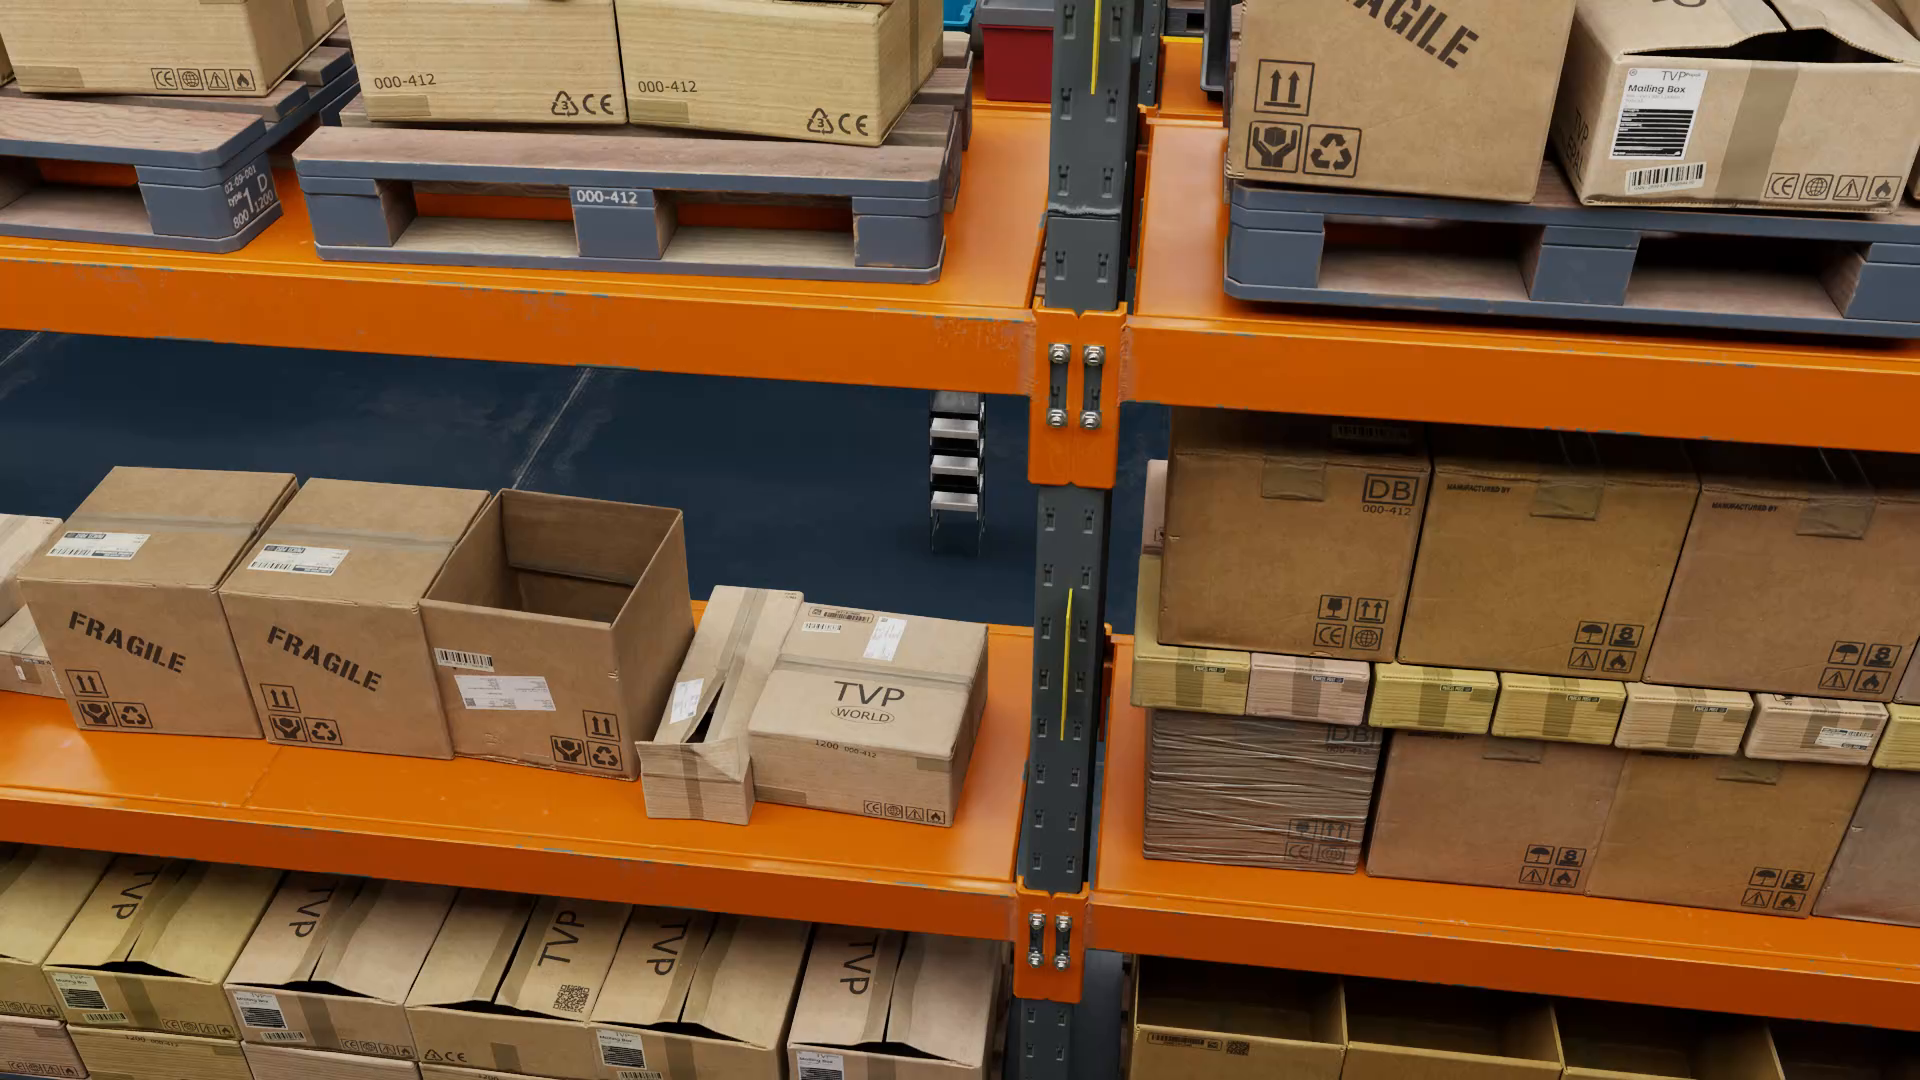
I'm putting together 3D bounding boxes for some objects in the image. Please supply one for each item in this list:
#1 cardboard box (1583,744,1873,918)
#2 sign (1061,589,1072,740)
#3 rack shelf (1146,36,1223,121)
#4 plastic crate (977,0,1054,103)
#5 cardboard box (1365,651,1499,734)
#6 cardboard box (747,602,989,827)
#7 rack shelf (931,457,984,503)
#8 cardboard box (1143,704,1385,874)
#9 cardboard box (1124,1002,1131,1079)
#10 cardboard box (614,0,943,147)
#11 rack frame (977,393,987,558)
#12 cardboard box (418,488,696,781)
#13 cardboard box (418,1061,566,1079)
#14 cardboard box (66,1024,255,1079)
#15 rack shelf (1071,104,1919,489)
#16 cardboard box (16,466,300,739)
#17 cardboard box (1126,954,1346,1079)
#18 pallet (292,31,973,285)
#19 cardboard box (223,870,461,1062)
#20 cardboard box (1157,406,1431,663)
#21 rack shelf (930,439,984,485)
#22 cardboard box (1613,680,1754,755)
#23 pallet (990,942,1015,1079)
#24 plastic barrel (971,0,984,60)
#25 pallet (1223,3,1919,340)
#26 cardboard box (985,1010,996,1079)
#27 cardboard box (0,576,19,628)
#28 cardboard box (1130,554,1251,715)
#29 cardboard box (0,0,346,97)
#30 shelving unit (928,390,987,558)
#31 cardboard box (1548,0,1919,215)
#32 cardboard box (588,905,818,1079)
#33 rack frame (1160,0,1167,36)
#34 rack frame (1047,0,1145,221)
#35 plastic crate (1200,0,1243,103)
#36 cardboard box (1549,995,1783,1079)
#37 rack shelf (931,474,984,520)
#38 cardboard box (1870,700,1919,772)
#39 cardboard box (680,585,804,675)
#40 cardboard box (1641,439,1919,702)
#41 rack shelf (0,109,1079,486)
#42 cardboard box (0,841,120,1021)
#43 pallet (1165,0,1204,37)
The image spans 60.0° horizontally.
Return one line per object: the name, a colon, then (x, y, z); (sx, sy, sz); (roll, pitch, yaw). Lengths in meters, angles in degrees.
cardboard box: (1.738, 0.444, 3.960); (0.500, 0.500, 0.700); (5, 36, 7)
sign: (0.217, 0.255, 3.382); (0.005, 0.325, 0.100); (4, 36, 6)
rack shelf: (2.894, -2.033, 8.135); (4.000, 0.370, 1.077); (4, 36, 6)
plastic crate: (0.391, -2.359, 7.918); (0.583, 0.464, 0.402); (4, 36, 6)
cardboard box: (1.023, 0.244, 3.682); (0.250, 0.149, 0.380); (3, 36, 5)
cardboard box: (-0.218, 0.430, 4.194); (0.500, 0.250, 0.500); (6, 36, 9)
rack shelf: (-0.008, -0.267, 7.061); (0.200, 0.077, 0.258); (4, 36, 6)
cardboard box: (0.717, 0.369, 4.065); (0.500, 0.500, 0.700); (3, 36, 5)
cardboard box: (0.697, 1.538, 4.519); (0.500, 0.250, 0.500); (4, 36, 6)
cardboard box: (-0.334, -1.001, 3.257); (0.500, 0.250, 0.500); (8, 36, 11)
rack frame: (0.093, -0.359, 6.979); (0.006, 0.900, 0.240); (4, 36, 6)
cardboard box: (-1.006, 0.235, 4.253); (0.500, 0.500, 0.500); (7, 36, 9)
cardboard box: (-1.181, 1.389, 4.727); (0.500, 0.250, 0.500); (5, 36, 7)
cardboard box: (-2.194, 1.312, 4.834); (0.500, 0.250, 0.500); (3, 36, 5)
rack shelf: (2.260, -0.400, 3.265); (4.000, 0.370, 1.077); (4, 36, 6)
cardboard box: (-2.025, 0.159, 4.360); (0.500, 0.500, 0.500); (2, 36, 3)
cardboard box: (0.696, 1.238, 4.293); (0.500, 0.500, 0.500); (4, 36, 6)
pallet: (-0.600, -0.820, 3.400); (1.217, 0.209, 0.805); (3, 36, 4)
cardboard box: (-1.672, 1.123, 4.617); (0.500, 0.311, 0.500); (4, 36, 5)
cardboard box: (0.717, -0.159, 3.688); (0.500, 0.500, 0.700); (4, 36, 6)
rack shelf: (-0.008, -0.340, 7.009); (0.200, 0.077, 0.258); (4, 36, 6)
cardboard box: (1.531, 0.282, 3.628); (0.250, 0.149, 0.380); (3, 36, 4)
pallet: (-0.460, 1.483, 4.990); (1.213, 0.211, 1.003); (4, 36, 6)
plastic barrel: (-0.010, -2.726, 8.370); (0.433, 0.535, 0.433); (0, 36, 0)
pallet: (1.125, -0.756, 3.222); (1.213, 0.211, 1.003); (4, 36, 6)
cardboard box: (-0.172, 1.465, 4.621); (0.500, 0.250, 0.500); (4, 36, 6)
cardboard box: (-2.829, 0.299, 4.326); (0.500, 0.311, 0.500); (4, 36, 5)
cardboard box: (0.518, 0.207, 3.733); (0.250, 0.149, 0.380); (4, 36, 6)
cardboard box: (-1.613, -1.127, 3.433); (0.500, 0.250, 0.500); (1, 36, 2)
shelving unit: (-0.008, -0.367, 6.989); (0.210, 0.900, 0.258); (4, 36, 6)
cardboard box: (1.278, -0.803, 2.806); (0.500, 0.311, 0.500); (2, 36, 3)
cardboard box: (-0.679, 1.201, 4.508); (0.500, 0.311, 0.500); (5, 36, 7)
rack frame: (1.541, -5.327, 12.132); (0.127, 3.000, 1.000); (4, 36, 6)
rack frame: (0.276, -2.061, 2.392); (0.127, 3.000, 1.000); (4, 36, 6)
plastic crate: (1.414, -2.336, 7.994); (0.504, 0.338, 0.767); (4, 36, 6)
cardboard box: (1.688, 1.312, 4.189); (0.500, 0.500, 0.500); (4, 36, 6)
rack shelf: (-0.008, -0.193, 7.113); (0.200, 0.077, 0.258); (4, 36, 6)
cardboard box: (2.055, 0.320, 3.575); (0.250, 0.149, 0.380); (4, 36, 6)
cardboard box: (-0.577, 0.299, 4.465); (0.250, 0.149, 0.380); (4, 36, 6)
cardboard box: (1.715, -0.085, 3.584); (0.500, 0.500, 0.700); (4, 36, 6)
rack shelf: (-1.708, -0.696, 3.680); (4.000, 0.370, 1.077); (4, 36, 6)
cardboard box: (-2.687, 1.046, 4.724); (0.500, 0.311, 0.500); (3, 36, 5)
pallet: (2.212, -4.163, 12.901); (1.213, 0.211, 1.003); (4, 36, 6)
